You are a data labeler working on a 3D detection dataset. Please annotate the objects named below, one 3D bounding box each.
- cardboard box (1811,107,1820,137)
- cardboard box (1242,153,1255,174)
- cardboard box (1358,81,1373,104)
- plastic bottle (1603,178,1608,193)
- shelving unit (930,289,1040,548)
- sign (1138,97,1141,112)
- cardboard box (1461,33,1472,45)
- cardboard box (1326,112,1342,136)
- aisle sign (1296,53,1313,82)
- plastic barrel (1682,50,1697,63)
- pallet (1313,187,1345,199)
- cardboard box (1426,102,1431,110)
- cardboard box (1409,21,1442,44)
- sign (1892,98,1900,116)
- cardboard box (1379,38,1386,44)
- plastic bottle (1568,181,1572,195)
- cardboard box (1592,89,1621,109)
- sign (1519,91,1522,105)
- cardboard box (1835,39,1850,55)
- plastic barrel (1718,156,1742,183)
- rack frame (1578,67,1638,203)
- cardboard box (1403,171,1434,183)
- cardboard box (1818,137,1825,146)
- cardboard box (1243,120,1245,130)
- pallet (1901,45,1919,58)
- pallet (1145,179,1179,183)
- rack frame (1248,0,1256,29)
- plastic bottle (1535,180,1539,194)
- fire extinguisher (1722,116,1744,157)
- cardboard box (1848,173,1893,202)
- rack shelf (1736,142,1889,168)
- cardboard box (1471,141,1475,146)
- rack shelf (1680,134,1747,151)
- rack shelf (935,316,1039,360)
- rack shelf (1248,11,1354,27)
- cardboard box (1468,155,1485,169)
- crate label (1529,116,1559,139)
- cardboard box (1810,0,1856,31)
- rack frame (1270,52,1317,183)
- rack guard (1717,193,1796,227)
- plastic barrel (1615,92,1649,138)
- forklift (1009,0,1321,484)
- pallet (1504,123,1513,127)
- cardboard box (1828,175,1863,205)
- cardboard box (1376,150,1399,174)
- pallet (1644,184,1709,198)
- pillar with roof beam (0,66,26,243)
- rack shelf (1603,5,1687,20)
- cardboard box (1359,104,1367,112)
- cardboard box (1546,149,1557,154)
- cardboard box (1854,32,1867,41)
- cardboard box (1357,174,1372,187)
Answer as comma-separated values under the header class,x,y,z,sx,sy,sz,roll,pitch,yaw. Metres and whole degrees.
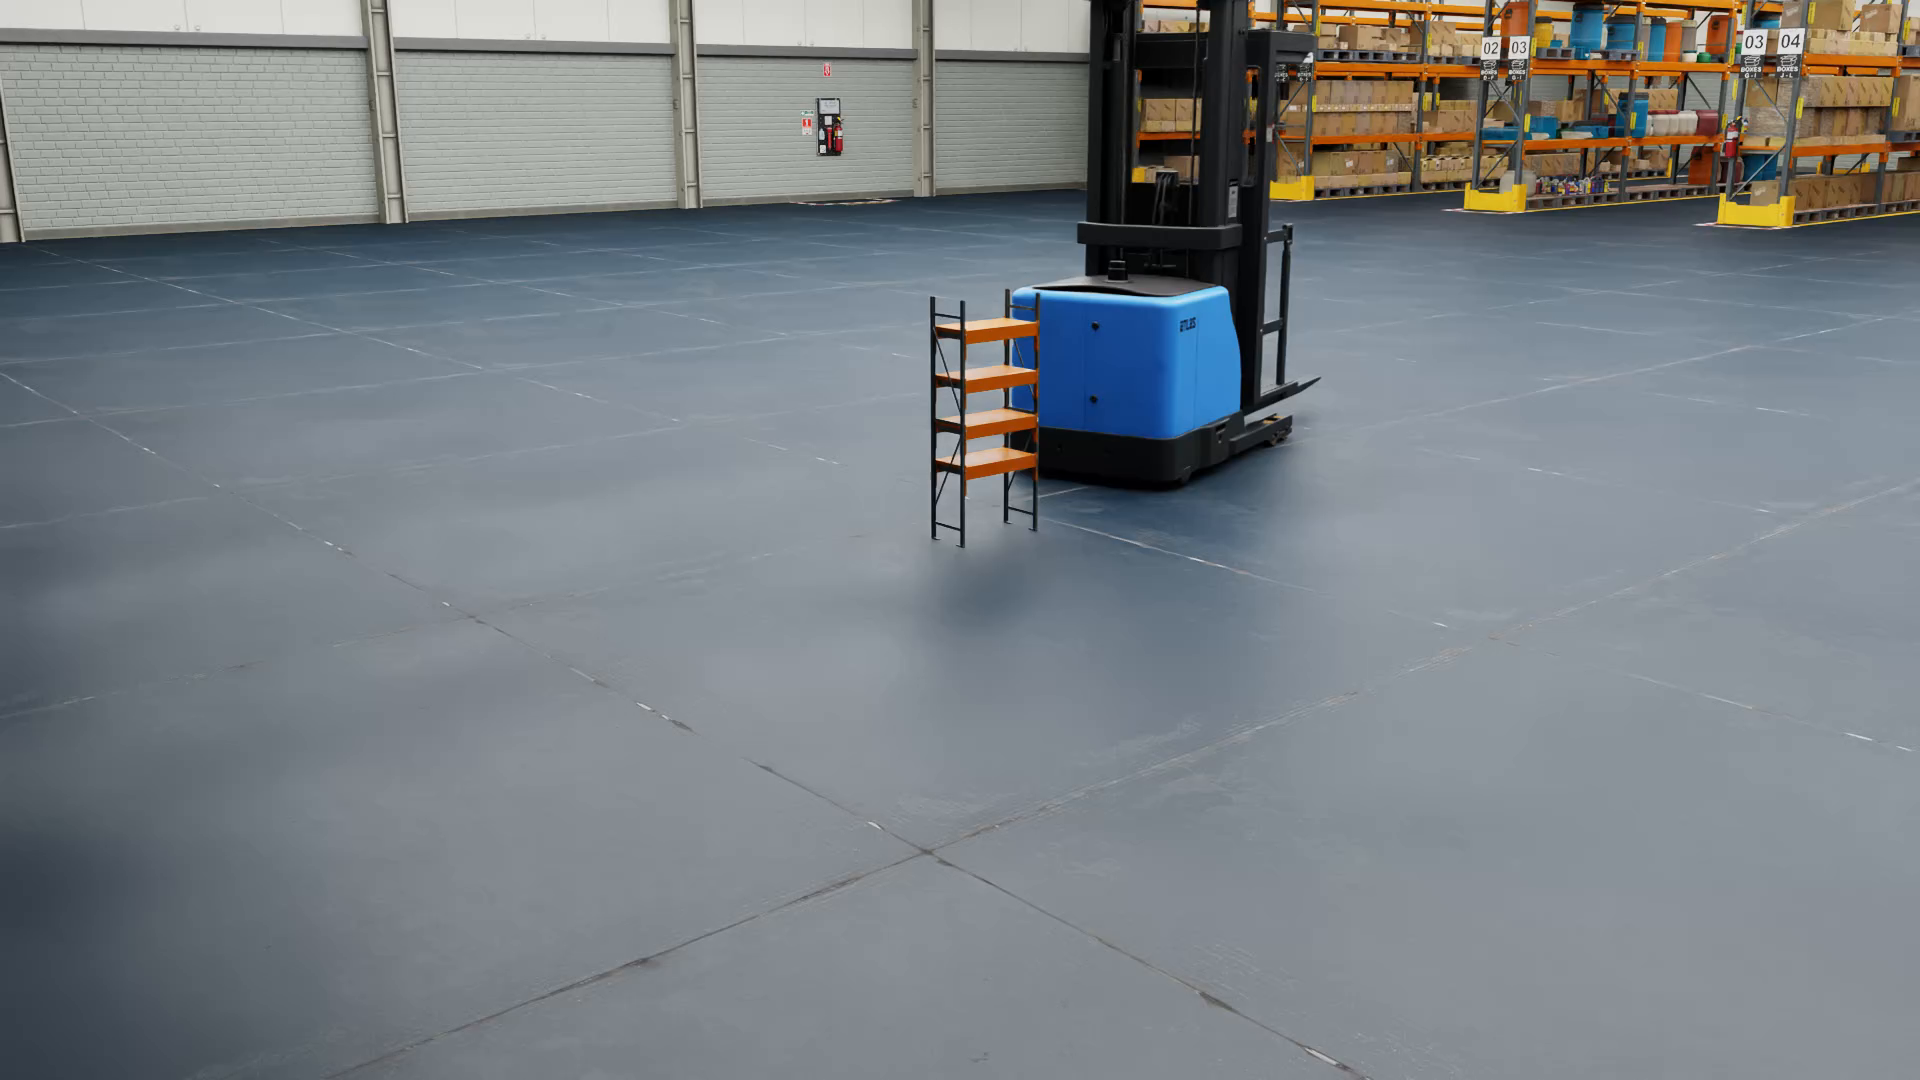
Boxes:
class,x,y,z,sx,sy,sz,roll,pitch,yaw
cardboard box,14.268,-7.224,28.713,0.500,0.500,0.875,-13,19,-39
cardboard box,7.344,-9.540,42.143,0.500,0.500,0.700,-12,19,-38
cardboard box,8.588,-9.787,36.369,0.500,0.500,0.700,-13,19,-39
plastic bottle,13.156,-7.233,33.926,0.133,0.283,0.061,-11,19,-37
shelving unit,0.125,-0.608,8.200,0.503,1.200,0.258,-13,19,-39
sign,4.138,-10.042,38.354,0.005,0.325,0.100,-13,19,-39
cardboard box,13.940,-13.907,46.518,0.500,0.500,0.500,-13,20,-40
cardboard box,7.790,-8.980,35.863,0.500,0.500,0.700,-12,19,-38
aisle sign,7.188,-9.951,34.653,0.004,0.787,0.394,-13,19,-39
plastic barrel,15.514,-10.277,35.368,0.301,0.262,0.301,0,15,0
pallet,7.586,-7.556,36.128,1.213,0.211,1.003,-13,19,-39
cardboard box,12.652,-11.836,45.941,0.500,0.500,0.500,-13,20,-40
cardboard box,10.545,-11.482,37.634,0.500,0.500,0.500,-12,19,-39
sign,16.916,-7.828,30.065,0.005,0.325,0.100,-13,19,-39
cardboard box,9.094,-10.994,36.872,0.500,0.311,0.500,-14,20,-42
plastic bottle,12.116,-6.999,33.076,0.097,0.271,0.097,0,15,0
cardboard box,16.629,-11.355,42.815,0.500,0.500,0.500,-12,19,-38
sign,13.438,-10.573,39.775,0.005,0.325,0.100,-13,19,-39
cardboard box,14.831,-8.416,28.423,0.500,0.250,0.500,-13,20,-40
plastic barrel,17.530,-8.471,38.010,0.708,0.588,0.600,-13,19,-39
rack frame,13.303,-8.478,34.177,0.127,3.000,1.000,-13,19,-39
cardboard box,10.521,-8.338,38.166,0.500,0.250,0.500,-13,20,-41
cardboard box,14.676,-6.882,28.689,0.250,0.149,0.380,-13,19,-39
cardboard box,6.641,-10.205,40.893,0.500,0.250,0.500,-13,19,-39
pallet,17.090,-8.956,30.518,1.003,0.211,1.213,-13,19,-39
pallet,4.475,-8.526,39.759,1.213,0.211,1.003,-13,19,-39
rack frame,6.799,-13.305,40.624,0.127,3.000,1.000,-13,19,-39
plastic bottle,11.591,-7.131,33.559,0.135,0.276,0.152,-12,19,-39
fire extinguisher,13.148,-6.869,28.304,0.183,0.674,0.296,-13,19,-39
cardboard box,17.031,-6.619,31.207,0.700,0.500,0.500,14,21,43
rack shelf,15.045,-6.827,29.392,4.000,0.370,1.077,-13,19,-39
cardboard box,14.782,-11.542,48.421,0.250,0.149,0.380,-12,19,-39
rack shelf,17.829,-9.147,38.075,4.000,0.370,1.077,-13,19,-39
rack shelf,0.125,-0.987,8.099,0.480,0.148,0.258,-13,19,-39
rack shelf,8.308,-13.103,42.036,4.000,0.370,1.077,-13,19,-39
cardboard box,12.068,-8.955,39.391,0.500,0.311,0.500,-13,20,-40
crate label,11.496,-8.182,33.000,0.616,0.435,0.502,-13,19,-39
cardboard box,14.834,-8.918,28.272,0.500,0.500,0.500,-13,20,-40
rack frame,7.036,-8.765,35.253,0.127,3.000,1.000,-13,19,-39
rack guard,13.594,-5.641,28.401,0.348,0.500,1.175,-13,19,-39
plastic barrel,13.793,-8.727,34.137,0.708,0.901,0.600,-13,19,-39
forklift,1.470,-2.060,10.284,1.130,2.935,3.031,9,17,30
pallet,13.537,-10.156,40.832,1.003,0.211,1.213,-13,19,-39
cardboard box,16.226,-6.449,30.611,0.500,0.500,0.500,-13,20,-41
cardboard box,9.463,-8.476,37.232,0.500,0.500,0.500,-13,19,-39
pallet,15.710,-7.685,36.611,1.213,0.211,1.003,-13,19,-39
pillar with roof beam,-11.537,-8.011,20.803,0.400,9.000,9.100,-13,19,-39
rack shelf,17.598,-13.686,43.451,4.000,0.370,1.077,-13,19,-39
cardboard box,8.634,-9.412,36.223,0.250,0.149,0.380,-12,19,-39
cardboard box,14.810,-9.962,42.269,0.500,0.250,0.500,-13,19,-39
cardboard box,15.508,-8.748,28.892,0.250,0.149,0.380,-12,19,-37
cardboard box,8.720,-7.941,36.682,0.500,0.250,0.500,-13,19,-39
